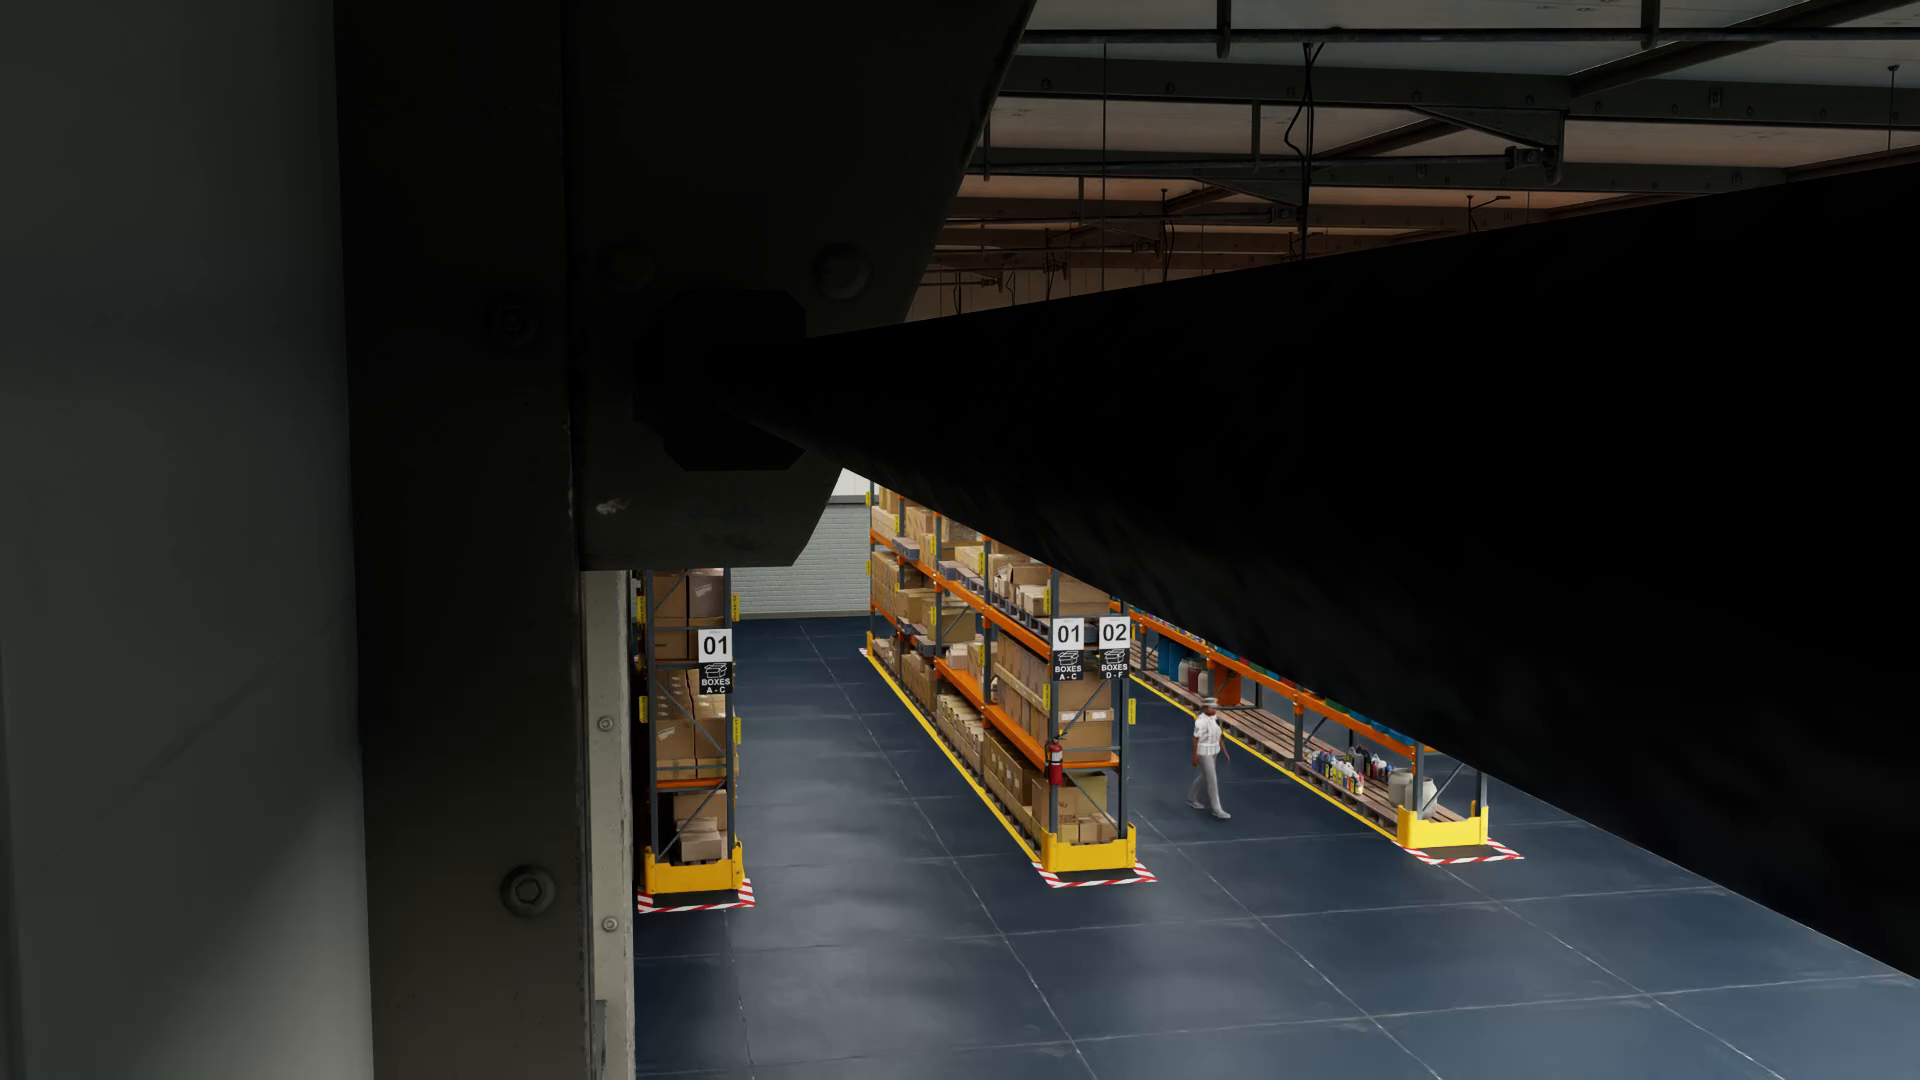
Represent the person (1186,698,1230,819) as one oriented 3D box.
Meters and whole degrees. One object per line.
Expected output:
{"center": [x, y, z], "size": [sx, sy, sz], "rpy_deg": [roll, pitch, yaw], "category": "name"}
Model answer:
{"center": [3.551, 3.043, 23.533], "size": [0.842, 1.642, 0.494], "rpy_deg": [5, 8, 38], "category": "person"}
